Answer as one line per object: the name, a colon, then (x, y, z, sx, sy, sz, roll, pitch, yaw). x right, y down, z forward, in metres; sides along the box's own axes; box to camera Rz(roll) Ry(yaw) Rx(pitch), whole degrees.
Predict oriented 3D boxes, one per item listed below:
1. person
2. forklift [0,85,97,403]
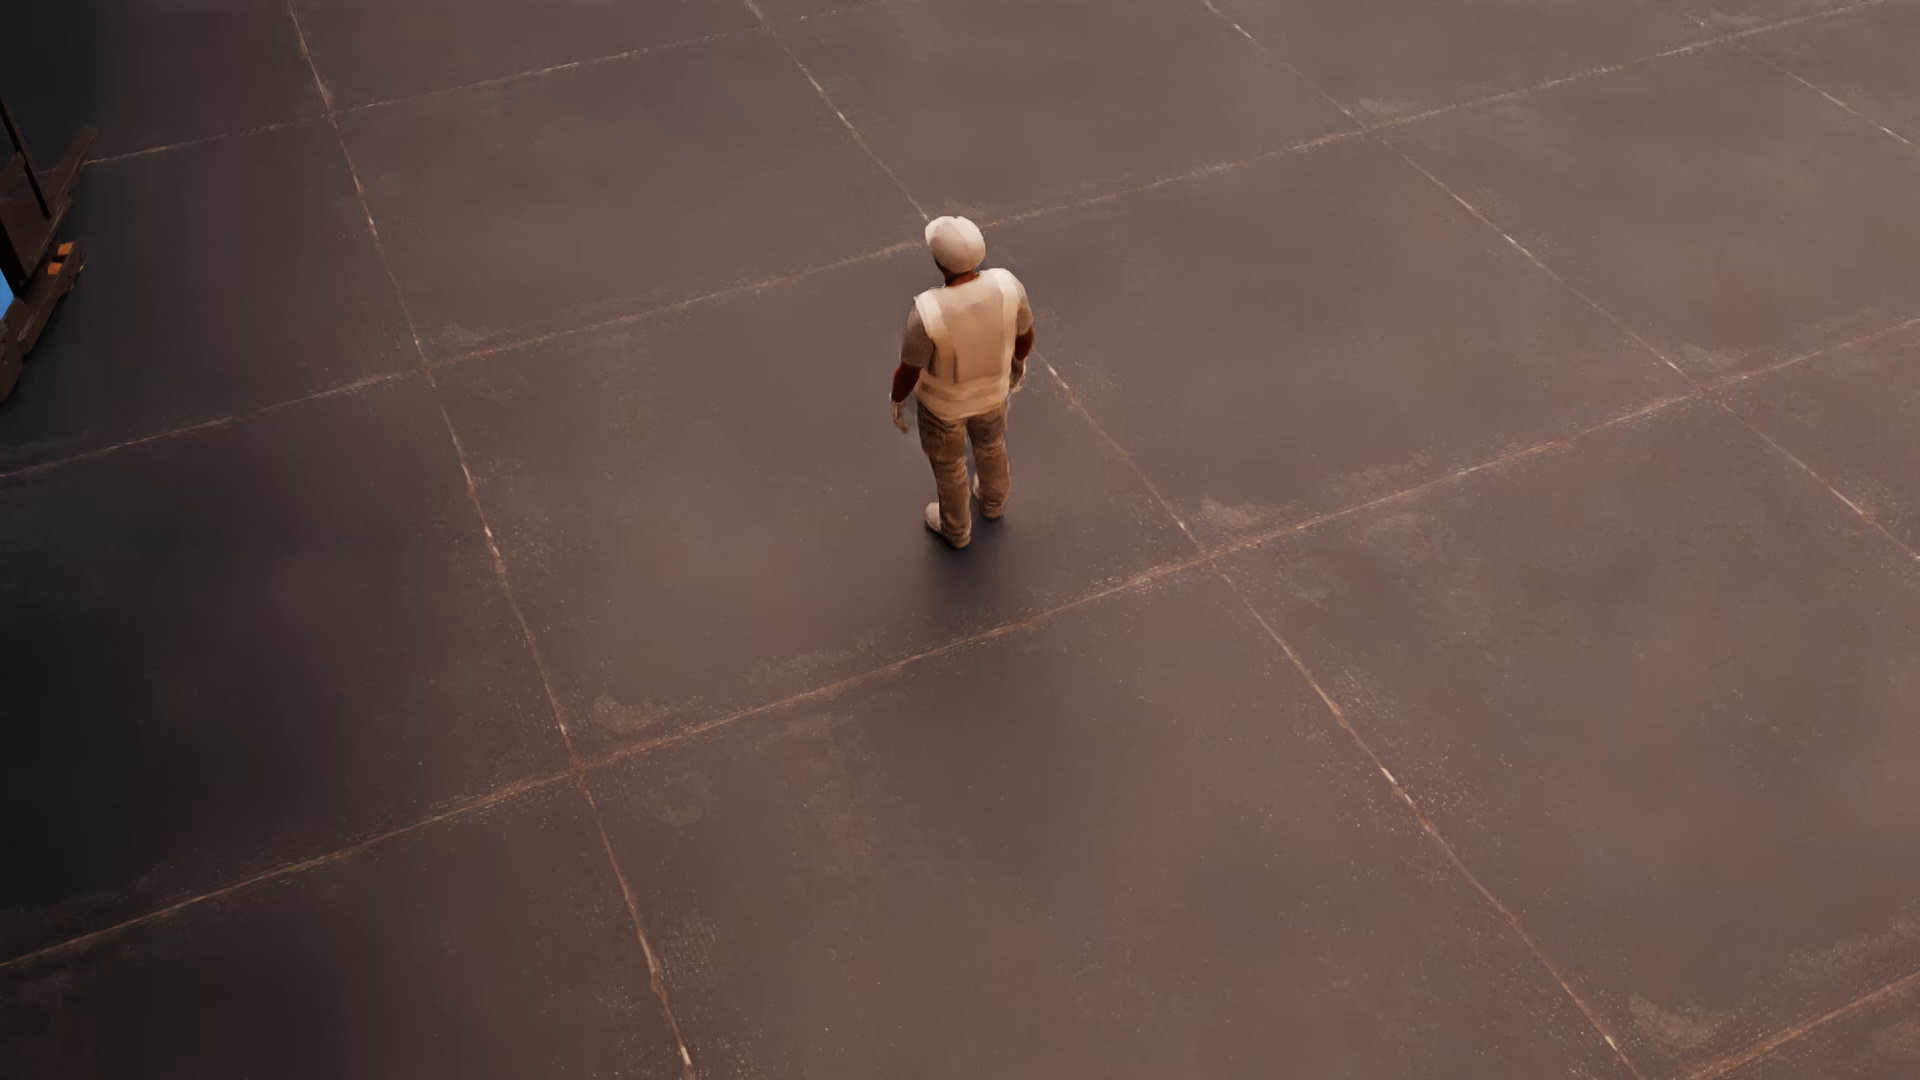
person: (-0.023, -0.704, 7.266, 0.655, 1.782, 0.576, -18, 46, -18)
forklift: (-5.517, -2.400, 8.252, 1.130, 2.935, 3.031, -3, 43, -4)
